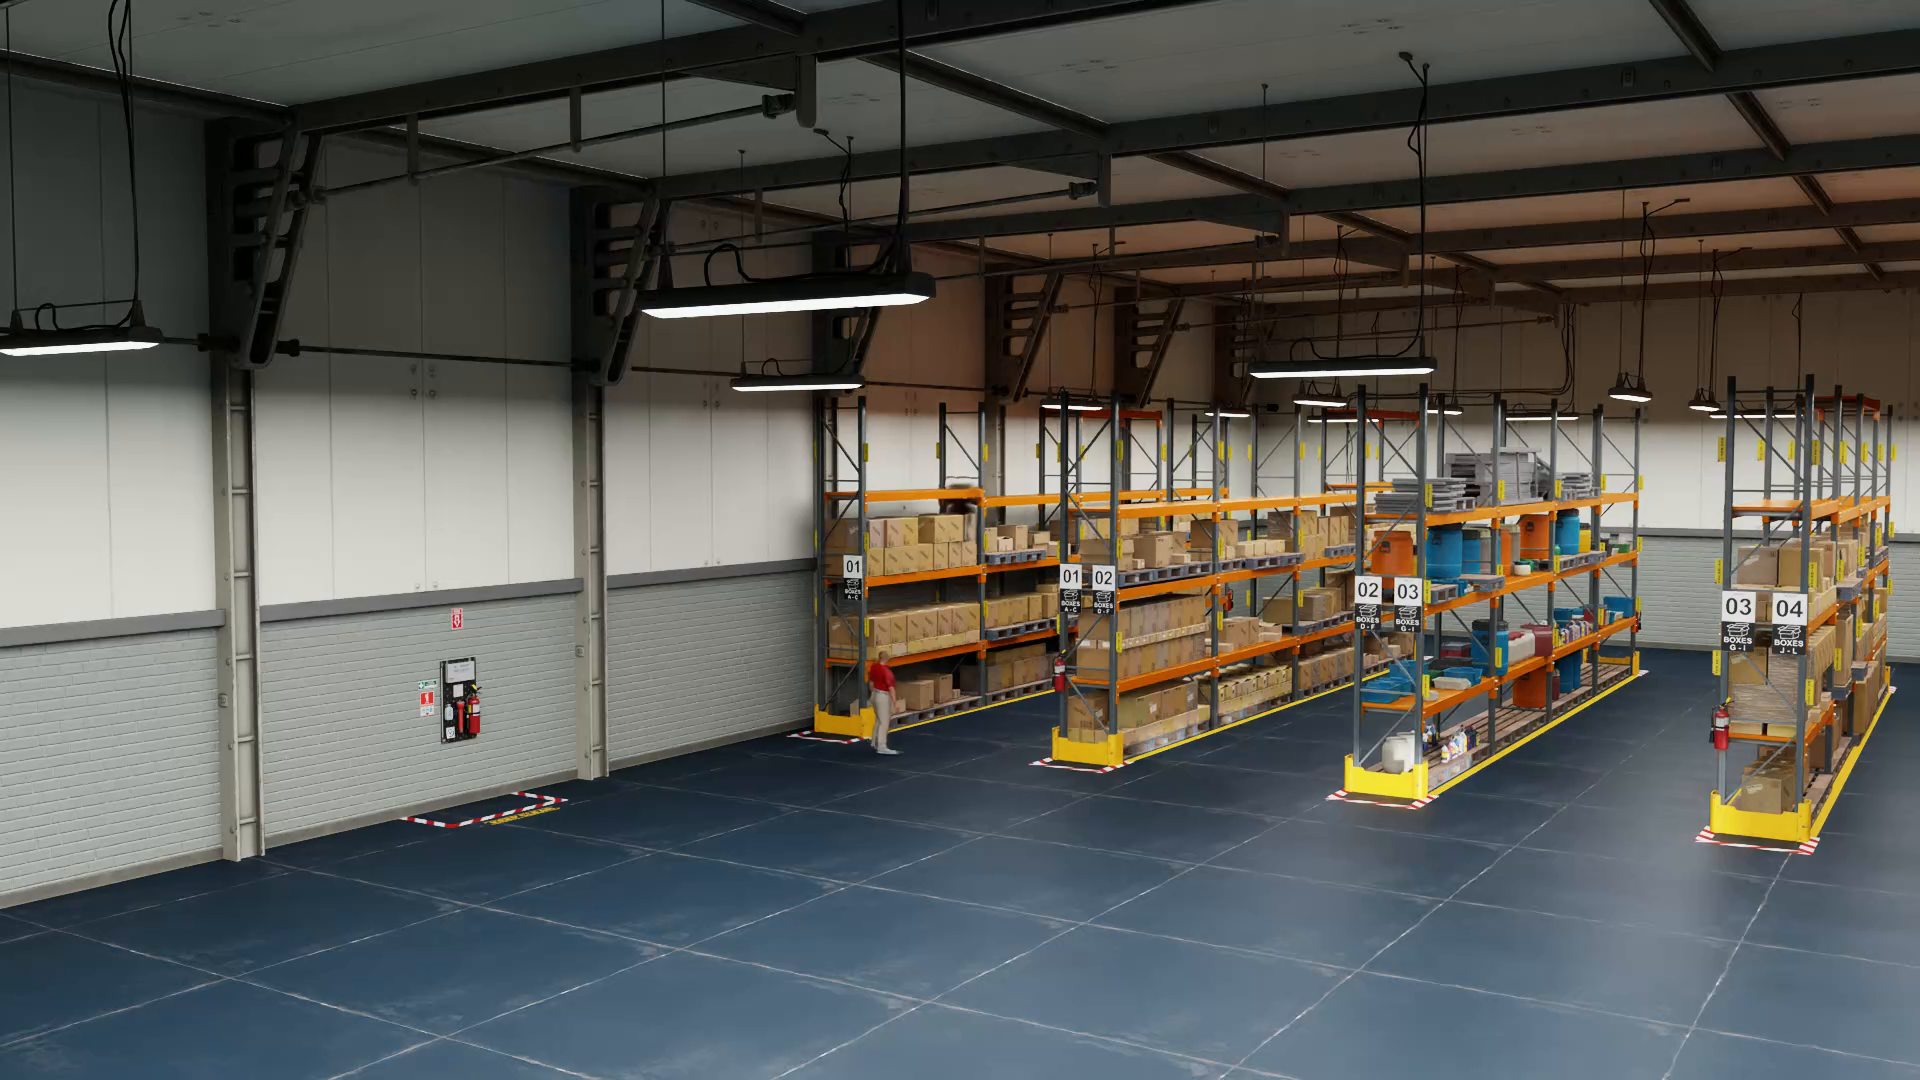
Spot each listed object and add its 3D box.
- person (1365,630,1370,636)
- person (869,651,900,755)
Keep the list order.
[{"bbox_3d":[10.196,1.947,42.268,0.484,1.678,0.395,1,3,13],"label":"person"},{"bbox_3d":[-1.281,2.713,27.742,0.401,1.771,0.667,-2,3,-28],"label":"person"}]
